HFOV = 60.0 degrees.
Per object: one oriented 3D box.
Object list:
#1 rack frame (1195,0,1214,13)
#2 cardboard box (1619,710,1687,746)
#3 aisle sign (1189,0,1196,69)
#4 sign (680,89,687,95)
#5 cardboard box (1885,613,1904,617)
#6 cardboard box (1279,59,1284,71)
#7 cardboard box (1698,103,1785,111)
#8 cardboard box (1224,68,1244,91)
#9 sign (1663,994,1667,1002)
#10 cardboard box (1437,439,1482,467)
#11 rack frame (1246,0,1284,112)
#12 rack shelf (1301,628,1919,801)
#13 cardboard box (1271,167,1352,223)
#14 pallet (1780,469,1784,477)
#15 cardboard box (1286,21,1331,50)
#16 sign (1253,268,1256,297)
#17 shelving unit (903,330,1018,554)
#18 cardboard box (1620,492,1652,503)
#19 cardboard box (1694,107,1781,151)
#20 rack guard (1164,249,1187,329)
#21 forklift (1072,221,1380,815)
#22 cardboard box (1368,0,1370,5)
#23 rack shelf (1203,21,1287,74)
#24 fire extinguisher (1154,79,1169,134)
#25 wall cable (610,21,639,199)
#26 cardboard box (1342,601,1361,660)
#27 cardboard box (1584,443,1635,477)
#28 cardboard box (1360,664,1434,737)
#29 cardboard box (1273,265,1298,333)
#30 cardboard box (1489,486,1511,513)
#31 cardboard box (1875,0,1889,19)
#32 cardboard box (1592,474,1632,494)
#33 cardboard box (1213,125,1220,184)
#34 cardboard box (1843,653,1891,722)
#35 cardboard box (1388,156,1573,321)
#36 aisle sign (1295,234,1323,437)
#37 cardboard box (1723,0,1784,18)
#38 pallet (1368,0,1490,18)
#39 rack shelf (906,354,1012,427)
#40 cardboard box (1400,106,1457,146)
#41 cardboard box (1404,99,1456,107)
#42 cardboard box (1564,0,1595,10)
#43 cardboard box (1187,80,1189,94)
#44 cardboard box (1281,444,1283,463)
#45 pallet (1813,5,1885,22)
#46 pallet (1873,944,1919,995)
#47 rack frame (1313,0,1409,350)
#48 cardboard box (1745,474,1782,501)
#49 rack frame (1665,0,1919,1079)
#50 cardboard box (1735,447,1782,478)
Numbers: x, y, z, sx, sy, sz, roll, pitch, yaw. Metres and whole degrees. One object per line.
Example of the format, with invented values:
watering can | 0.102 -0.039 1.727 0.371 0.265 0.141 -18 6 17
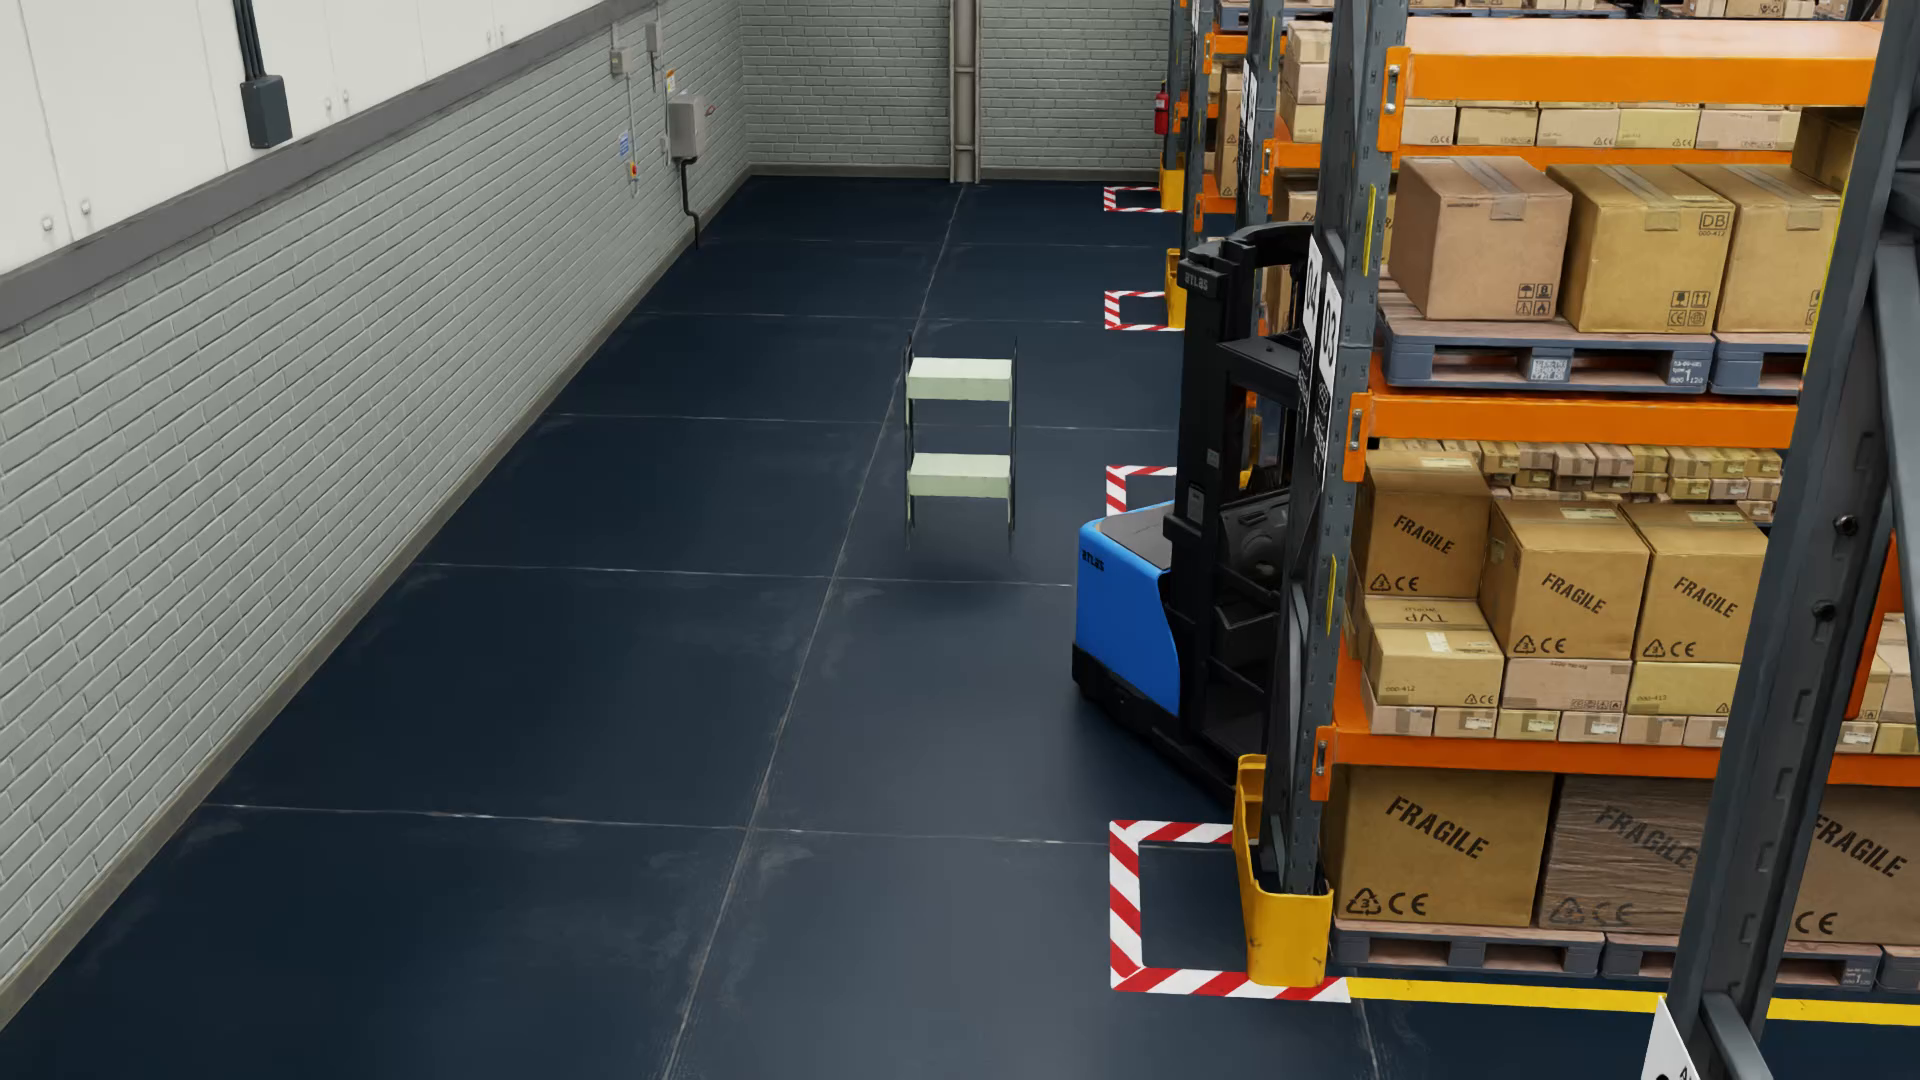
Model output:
rack frame | 2.313 -6.433 15.176 0.127 3.000 1.000 2 25 4
cardboard box | 2.908 0.718 7.113 0.250 0.149 0.380 1 25 3
aisle sign | 2.265 -5.020 16.172 0.004 0.787 0.394 2 25 4
sign | -3.173 -4.918 19.175 0.001 0.494 0.329 2 25 4
cardboard box | 4.082 0.328 7.485 0.500 0.250 0.500 2 25 5
cardboard box | 3.205 -4.602 16.283 0.250 0.149 0.380 2 25 3
cardboard box | 5.025 -2.965 10.809 0.500 0.250 0.500 1 25 2
cardboard box | 2.646 -4.375 15.789 0.250 0.149 0.380 2 25 5
sign | 1.201 0.942 2.862 0.005 0.325 0.100 2 25 4
cardboard box | 3.586 -0.642 11.965 0.250 0.149 0.380 3 25 6
rack frame | 2.035 -4.366 10.685 0.127 3.000 1.000 2 25 4
rack shelf | 3.548 0.814 7.465 4.000 0.370 1.077 2 25 4
cardboard box | 2.510 -2.365 11.841 0.500 0.500 0.500 1 25 3
pallet | 6.799 -0.222 12.191 1.213 0.211 1.003 2 25 4
cardboard box | 2.389 -3.456 11.399 0.250 0.149 0.380 2 25 4
sign | 1.993 -1.808 11.267 0.005 0.325 0.100 2 25 4
shelving unit | 0.007 -0.681 11.647 0.755 1.500 0.431 2 25 4
cardboard box | 4.831 -0.363 12.070 0.250 0.149 0.380 1 25 3
cardboard box | 5.016 -2.732 10.900 0.500 0.250 0.500 2 25 4
rack guard | 2.289 -2.573 16.954 0.348 0.500 1.175 2 25 4
forklift | 1.857 -0.027 8.515 1.130 2.935 3.031 -14 28 -28
cardboard box | 3.802 -5.197 15.564 0.500 0.311 0.500 2 25 5
rack shelf | 4.307 -4.679 15.814 4.000 0.370 1.077 2 25 4
fire extinguisher | 2.507 -5.384 20.612 0.183 0.674 0.296 2 25 4
wall cable | -3.311 -4.354 16.582 0.123 1.953 0.585 2 25 4
cardboard box | 1.934 0.411 7.780 0.250 0.149 0.380 2 25 5
cardboard box | 4.612 -0.589 11.850 0.250 0.149 0.380 1 25 1
cardboard box | 1.883 0.686 7.183 0.250 0.149 0.380 2 25 5
cardboard box | 2.461 -1.692 11.575 0.500 0.500 0.500 3 25 6
cardboard box | 3.798 -0.341 12.021 0.250 0.149 0.380 1 25 1
cardboard box | 8.510 -4.986 14.998 0.500 0.500 0.500 2 25 4
cardboard box | 4.647 -0.475 11.958 0.250 0.149 0.380 2 25 5
cardboard box | 2.814 -3.848 16.615 0.500 0.500 0.500 2 25 4
cardboard box | 3.552 0.530 7.045 0.500 0.250 0.500 1 25 3
cardboard box | 2.077 -1.227 6.710 0.500 0.500 0.700 0 25 1
aisle sign | 1.505 -0.885 7.187 0.004 0.787 0.394 2 25 4
cardboard box | 7.158 -5.029 15.092 0.500 0.500 0.500 1 25 3
pallet | 4.273 -4.972 15.697 1.213 0.211 1.003 2 25 4
rack shelf | 0.007 -1.036 11.484 0.720 0.370 0.431 2 25 4
cardboard box | 2.987 -2.796 11.040 0.500 0.250 0.500 3 25 6
cardboard box | 2.973 -3.024 10.938 0.500 0.250 0.500 2 25 3
cardboard box | 5.640 -5.004 15.199 0.258 0.266 0.396 3 25 6
cardboard box | 3.040 -5.763 21.199 0.250 0.149 0.380 2 25 3
cardboard box | 2.575 -0.607 12.600 0.250 0.149 0.380 2 25 5
pallet | 8.528 -4.761 15.358 1.213 0.211 1.003 3 25 6
pallet | 4.790 1.761 7.882 1.213 0.211 1.003 2 25 4
rack frame | 1.554 -2.302 6.200 0.127 3.000 1.000 2 25 4
cardboard box | 5.685 -0.421 11.841 0.250 0.149 0.380 2 25 5
rack frame | 1.175 -0.239 1.716 0.053 2.616 0.949 2 25 4
cardboard box | 5.648 -0.582 11.834 0.250 0.149 0.380 3 25 5
